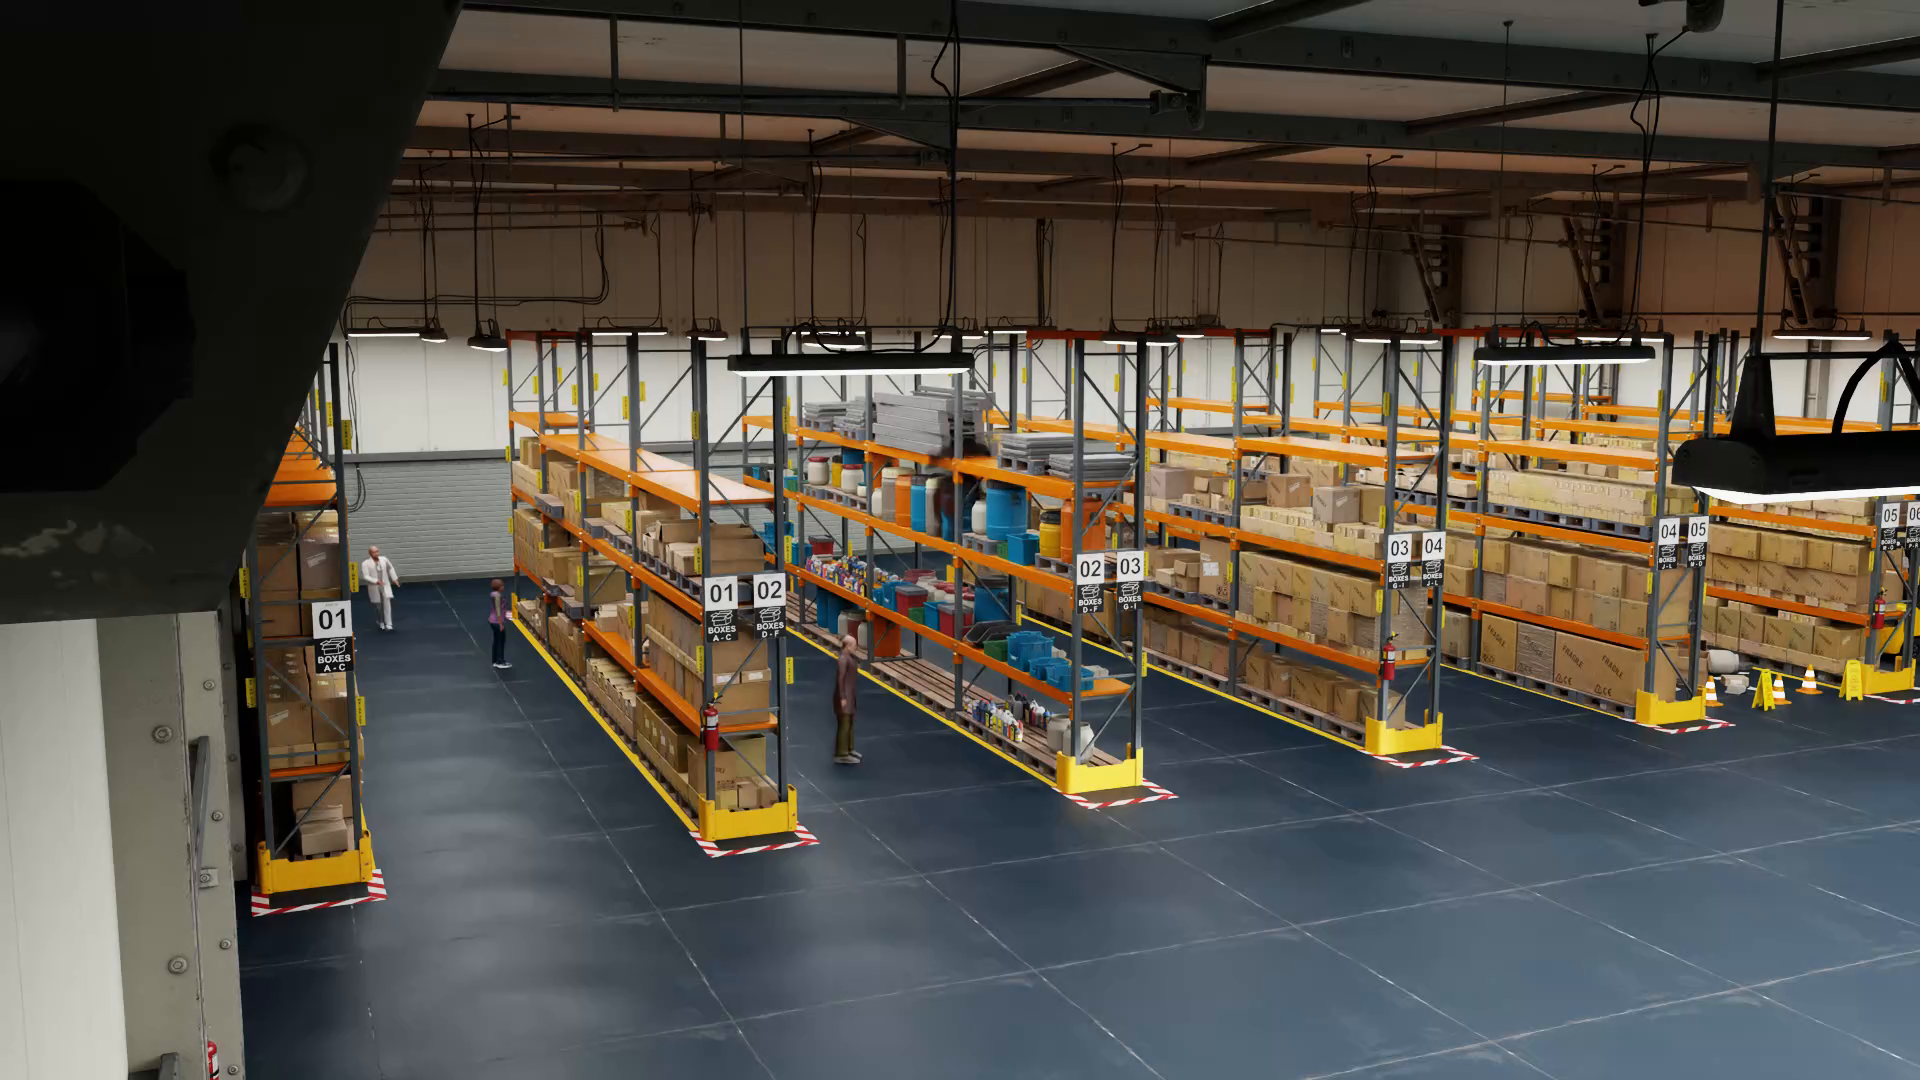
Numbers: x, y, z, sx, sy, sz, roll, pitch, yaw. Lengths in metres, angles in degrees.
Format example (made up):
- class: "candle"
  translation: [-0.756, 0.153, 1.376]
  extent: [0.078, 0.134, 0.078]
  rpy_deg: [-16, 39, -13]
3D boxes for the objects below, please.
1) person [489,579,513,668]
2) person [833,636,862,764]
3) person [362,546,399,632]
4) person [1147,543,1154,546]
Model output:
- class: "person"
  translation: [-8.229, 1.487, 29.755]
  extent: [0.365, 1.600, 0.481]
  rpy_deg: [-3, 9, -24]
- class: "person"
  translation: [-1.596, 2.238, 23.635]
  extent: [0.417, 1.782, 0.641]
  rpy_deg: [1, 8, 4]
- class: "person"
  translation: [-11.512, 0.966, 33.103]
  extent: [0.724, 1.718, 1.098]
  rpy_deg: [-4, 9, -25]
- class: "person"
  translation: [3.919, 0.850, 34.437]
  extent: [0.416, 1.604, 0.952]
  rpy_deg: [-4, 9, -28]
